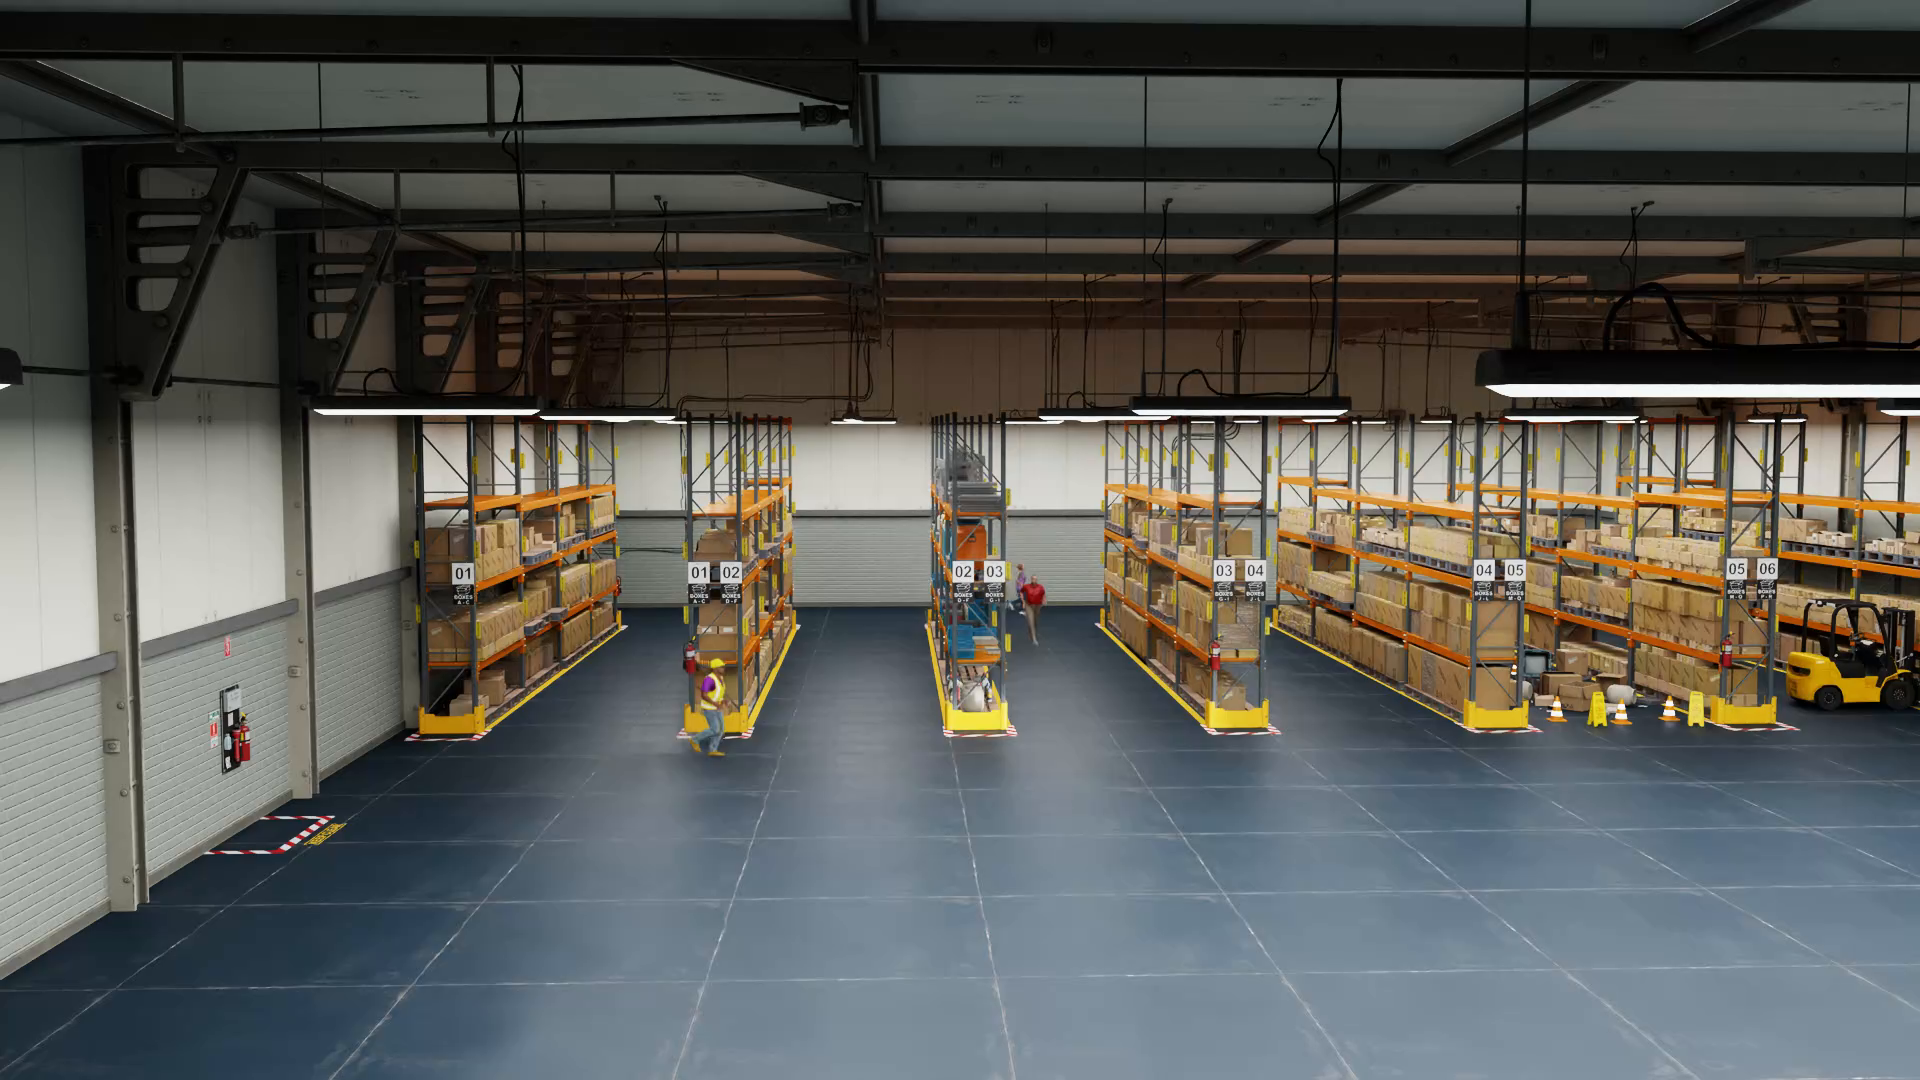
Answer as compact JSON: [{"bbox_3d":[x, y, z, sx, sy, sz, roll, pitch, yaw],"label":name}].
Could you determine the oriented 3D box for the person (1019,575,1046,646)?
[{"bbox_3d":[1.843,1.746,41.936,0.627,1.757,0.898,-1,4,-15],"label":"person"}]

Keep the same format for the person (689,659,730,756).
[{"bbox_3d":[-4.365,2.913,28.911,0.689,1.712,0.700,1,4,16],"label":"person"}]

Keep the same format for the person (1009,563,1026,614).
[{"bbox_3d":[1.805,1.490,50.916,0.596,1.569,0.547,1,4,13],"label":"person"}]
